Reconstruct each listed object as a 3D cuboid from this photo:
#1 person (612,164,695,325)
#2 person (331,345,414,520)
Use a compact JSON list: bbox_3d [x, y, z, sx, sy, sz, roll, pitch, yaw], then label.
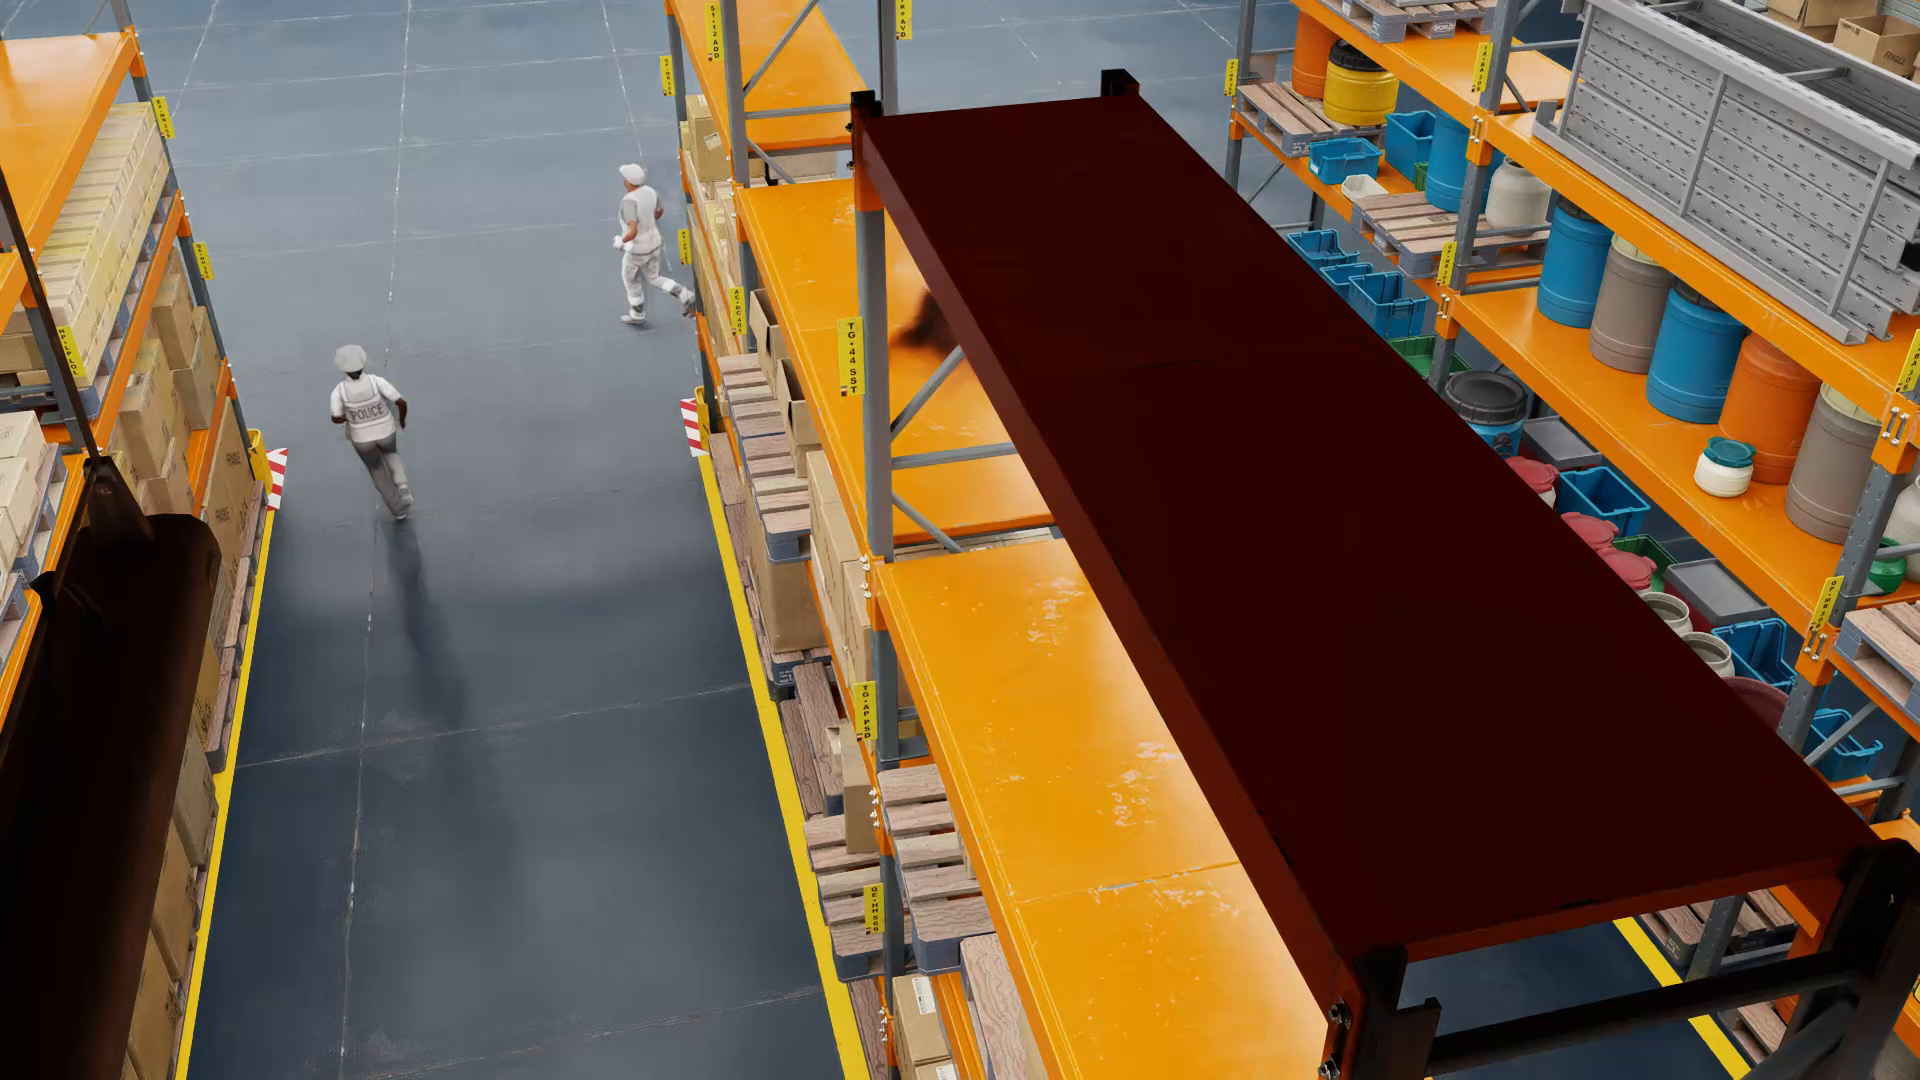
[{"bbox_3d":[-3.168,-2.940,16.839,0.886,1.781,0.665,15,37,21],"label":"person"},{"bbox_3d":[-4.953,-0.929,13.993,0.587,1.634,0.511,-19,39,-26],"label":"person"}]
